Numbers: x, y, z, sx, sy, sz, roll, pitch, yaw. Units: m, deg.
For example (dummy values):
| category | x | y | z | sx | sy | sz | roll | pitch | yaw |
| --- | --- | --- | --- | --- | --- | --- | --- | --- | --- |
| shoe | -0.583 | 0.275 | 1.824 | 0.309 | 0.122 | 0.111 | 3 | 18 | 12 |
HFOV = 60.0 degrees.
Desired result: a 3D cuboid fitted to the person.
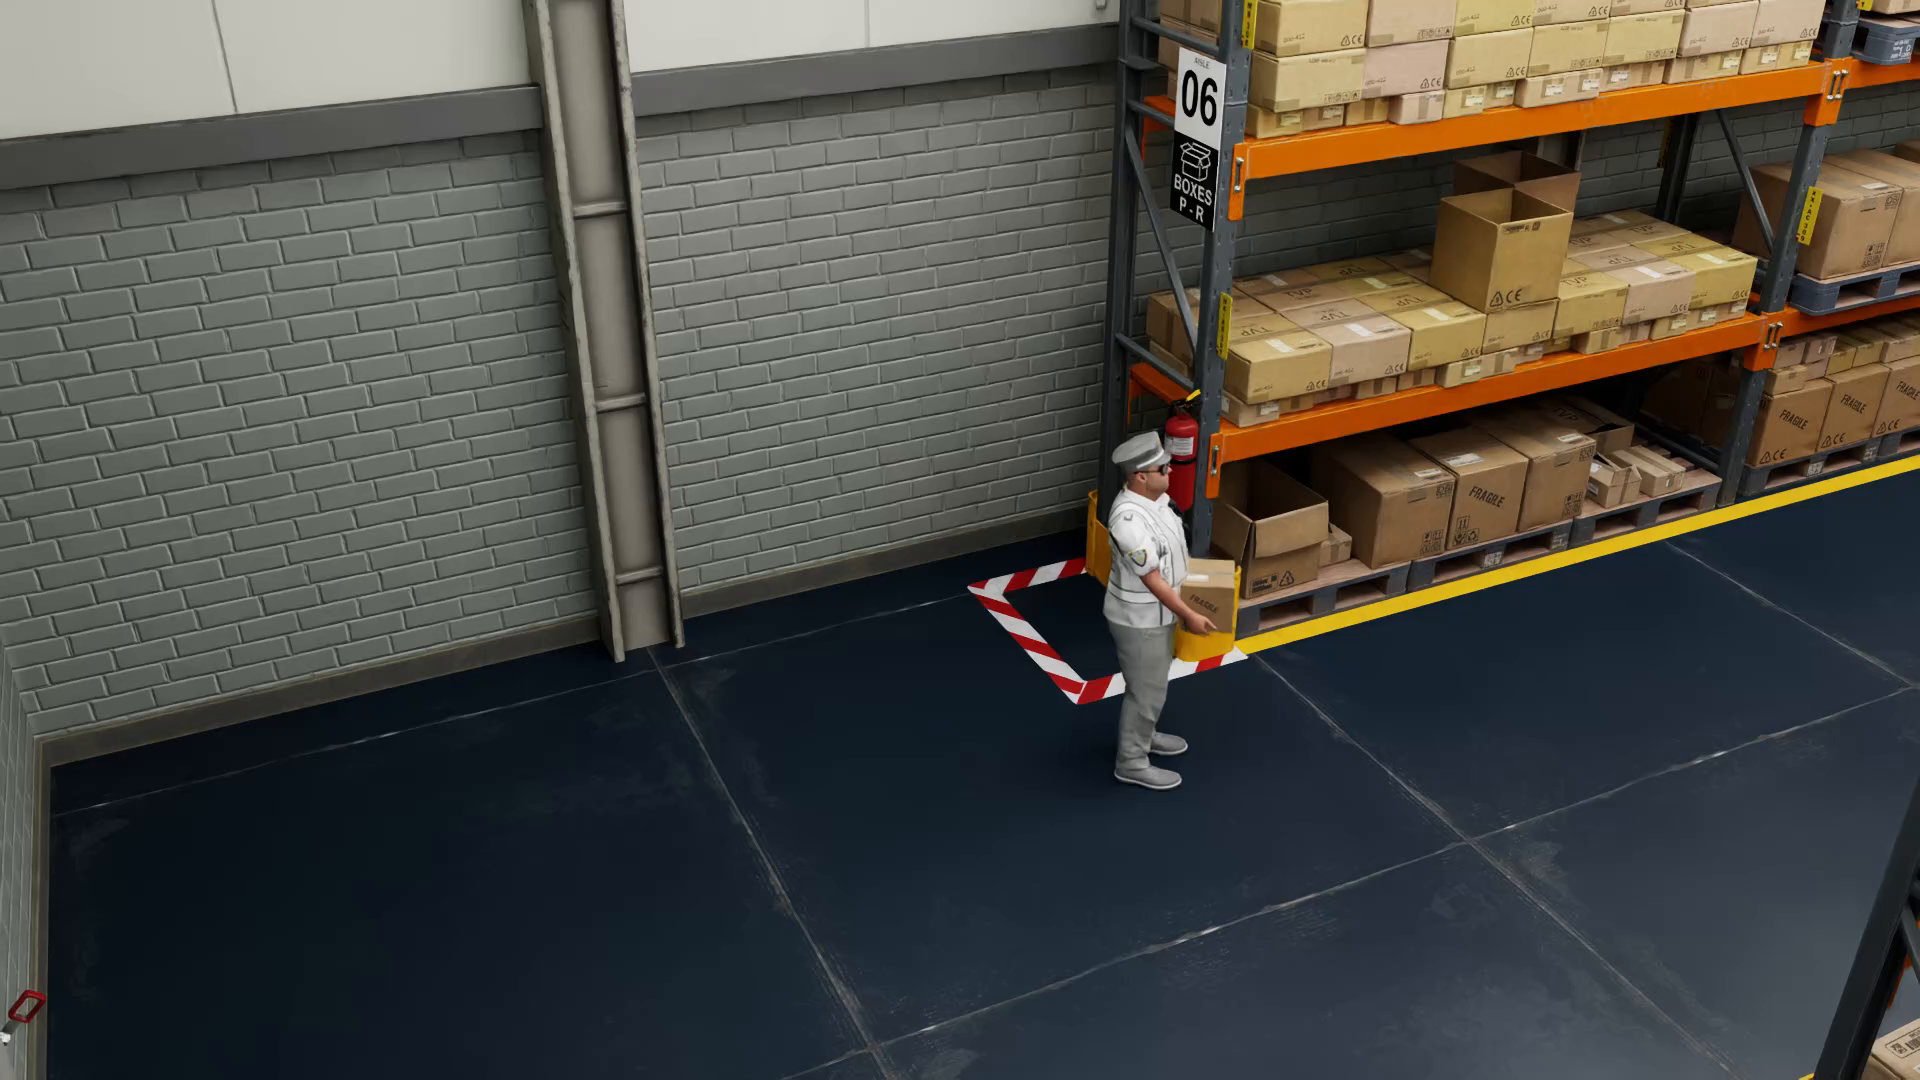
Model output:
| category | x | y | z | sx | sy | sz | roll | pitch | yaw |
| --- | --- | --- | --- | --- | --- | --- | --- | --- | --- |
| person | 0.955 | 0.327 | 7.840 | 0.555 | 1.770 | 0.503 | 8 | 30 | 13 |
